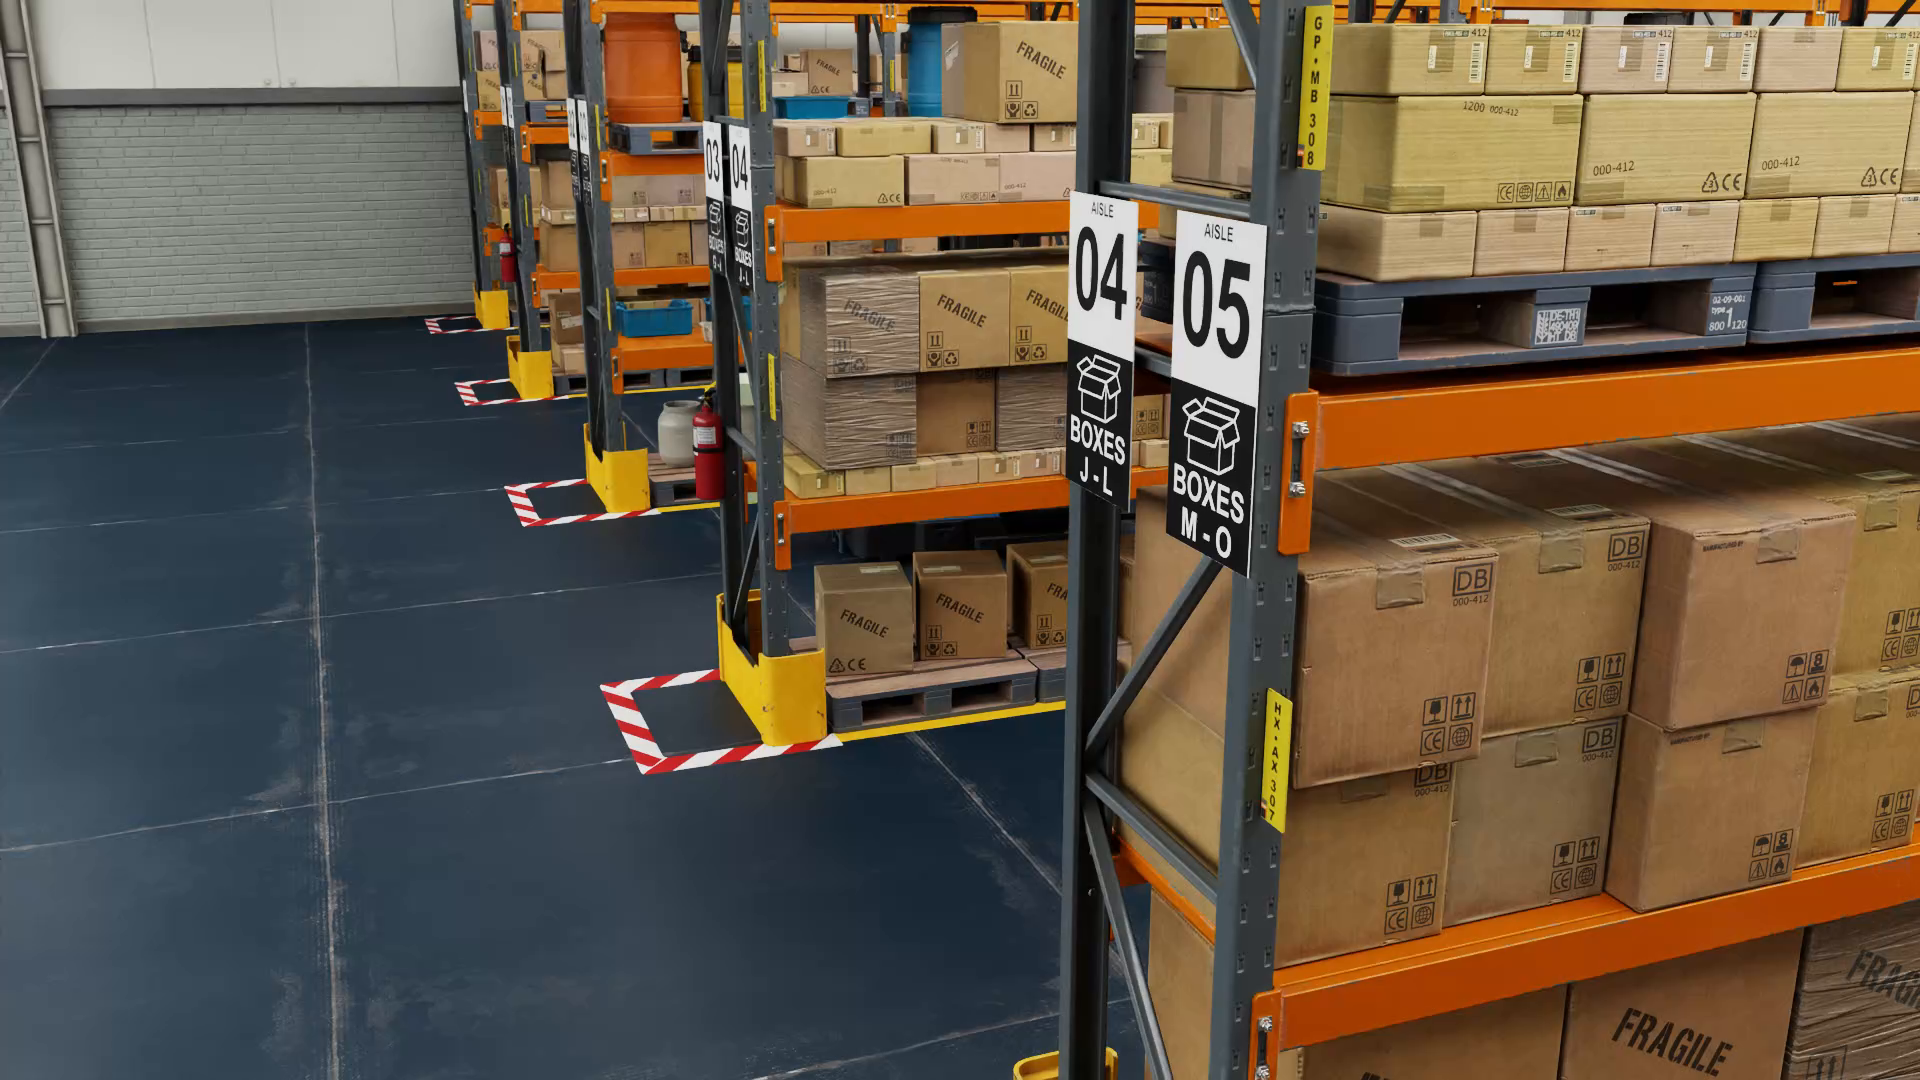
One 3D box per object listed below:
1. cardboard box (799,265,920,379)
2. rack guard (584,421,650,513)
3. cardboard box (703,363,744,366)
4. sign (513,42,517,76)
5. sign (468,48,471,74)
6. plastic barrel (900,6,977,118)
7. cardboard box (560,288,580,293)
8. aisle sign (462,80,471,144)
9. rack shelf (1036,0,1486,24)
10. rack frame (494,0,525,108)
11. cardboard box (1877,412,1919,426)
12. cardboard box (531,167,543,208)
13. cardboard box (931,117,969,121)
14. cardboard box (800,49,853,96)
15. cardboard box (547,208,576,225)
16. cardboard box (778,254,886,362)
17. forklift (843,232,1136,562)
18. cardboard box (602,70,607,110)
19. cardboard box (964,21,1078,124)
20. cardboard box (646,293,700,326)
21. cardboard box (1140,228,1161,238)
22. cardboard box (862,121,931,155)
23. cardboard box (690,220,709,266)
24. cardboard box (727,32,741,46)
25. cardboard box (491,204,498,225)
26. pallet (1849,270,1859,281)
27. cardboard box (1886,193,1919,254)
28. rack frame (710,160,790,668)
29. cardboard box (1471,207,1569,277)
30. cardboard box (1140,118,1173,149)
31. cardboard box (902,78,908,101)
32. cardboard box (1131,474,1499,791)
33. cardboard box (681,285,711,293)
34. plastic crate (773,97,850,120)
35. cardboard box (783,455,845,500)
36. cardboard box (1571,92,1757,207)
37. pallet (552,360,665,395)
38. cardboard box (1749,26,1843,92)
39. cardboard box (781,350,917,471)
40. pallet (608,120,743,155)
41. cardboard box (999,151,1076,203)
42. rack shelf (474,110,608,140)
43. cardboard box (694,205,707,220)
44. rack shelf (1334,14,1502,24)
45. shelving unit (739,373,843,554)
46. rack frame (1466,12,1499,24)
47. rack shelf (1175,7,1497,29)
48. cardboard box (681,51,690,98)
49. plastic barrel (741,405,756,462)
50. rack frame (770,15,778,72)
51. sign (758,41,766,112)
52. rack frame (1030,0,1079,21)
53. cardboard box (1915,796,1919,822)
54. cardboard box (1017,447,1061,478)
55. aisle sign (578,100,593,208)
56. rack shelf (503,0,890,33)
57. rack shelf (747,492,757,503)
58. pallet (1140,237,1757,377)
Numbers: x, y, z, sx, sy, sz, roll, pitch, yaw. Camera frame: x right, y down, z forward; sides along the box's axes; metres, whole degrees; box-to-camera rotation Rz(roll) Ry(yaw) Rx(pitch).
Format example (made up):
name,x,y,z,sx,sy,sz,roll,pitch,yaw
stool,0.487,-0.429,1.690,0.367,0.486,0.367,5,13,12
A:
name,x,y,z,sx,sy,sz,roll,pitch,yaw
cardboard box,-0.529,-1.151,8.714,0.500,0.500,0.500,-6,17,-20
rack guard,-2.858,-0.621,13.825,0.348,0.500,1.175,-6,17,-20
cardboard box,-2.700,-2.132,18.670,0.500,0.250,0.500,-6,17,-20
sign,-4.488,-4.854,16.787,0.005,0.325,0.100,-6,17,-20
sign,-6.263,-6.122,21.249,0.005,0.325,0.100,-6,17,-20
plastic barrel,-0.145,-4.012,13.979,0.708,0.901,0.600,-6,17,-20
cardboard box,-5.247,-3.431,22.950,0.500,0.311,0.500,-5,17,-15
aisle sign,-6.417,-5.568,21.621,0.004,0.787,0.394,-6,17,-20
rack shelf,2.690,-4.746,14.777,4.000,0.370,1.077,-6,17,-20
rack frame,-4.681,-5.982,16.998,0.127,3.000,1.000,-6,17,-20
cardboard box,3.447,-0.061,5.299,0.550,0.550,0.875,-6,17,-20
cardboard box,-5.439,-4.720,22.248,0.500,0.500,0.500,-6,17,-20
cardboard box,0.010,-2.241,9.141,0.250,0.149,0.380,-6,17,-19
cardboard box,-1.511,-5.281,18.764,0.500,0.500,0.500,-5,17,-16
cardboard box,-4.238,-3.446,17.680,0.250,0.149,0.380,-6,18,-20
cardboard box,-0.715,-1.288,9.180,0.500,0.500,0.500,-6,17,-20
forklift,0.612,-1.446,12.320,3.031,2.935,1.130,-4,17,-12
cardboard box,-4.565,-6.029,22.269,0.500,0.500,0.500,-5,17,-17
cardboard box,0.343,-2.445,8.685,0.500,0.500,0.500,-6,17,-20
cardboard box,-3.173,-2.446,18.407,0.500,0.500,0.500,-6,17,-20
cardboard box,2.434,-3.842,20.517,0.500,0.311,0.500,-5,17,-17
cardboard box,-0.332,-2.081,8.596,0.250,0.149,0.380,-6,18,-21
cardboard box,-2.796,-3.352,18.512,0.500,0.500,0.700,-6,17,-18
cardboard box,-3.093,-6.665,22.658,0.500,0.500,0.500,-8,18,-25
cardboard box,-6.090,-4.442,22.633,0.500,0.250,0.500,-6,17,-19
pallet,3.508,-0.902,5.180,1.213,0.211,1.003,-6,17,-20
cardboard box,2.391,-0.853,4.379,0.250,0.149,0.380,-6,17,-20
rack frame,-1.140,-0.497,8.967,0.127,3.000,1.000,-6,17,-20
cardboard box,1.213,-0.726,3.946,0.250,0.149,0.380,-6,17,-20
cardboard box,1.166,-2.216,9.055,0.250,0.149,0.380,-5,17,-17
cardboard box,-0.368,-5.135,18.959,0.500,0.250,0.500,-4,17,-14
cardboard box,0.901,0.201,4.407,0.550,0.550,0.875,-6,17,-20
cardboard box,-2.891,-2.633,19.044,0.500,0.500,0.500,-6,17,-20
plastic crate,-1.240,-3.503,13.908,0.575,0.384,0.392,-6,17,-20
cardboard box,-0.789,-0.342,8.886,0.250,0.149,0.380,-6,17,-20
cardboard box,1.556,-0.974,4.082,0.500,0.250,0.500,-6,18,-21
pallet,-3.982,-1.854,18.536,1.213,0.211,1.003,-6,17,-20
cardboard box,1.915,-1.185,4.093,0.250,0.149,0.380,-6,18,-21
cardboard box,-0.617,-0.736,9.075,0.500,0.500,0.875,-6,17,-20
pallet,-2.105,-3.206,13.205,1.213,0.211,1.003,-6,17,-20
cardboard box,0.346,-1.947,8.848,0.500,0.250,0.500,-6,17,-20
rack shelf,-4.590,-5.702,22.646,4.000,0.370,1.077,-6,17,-20
cardboard box,-2.802,-3.600,18.207,0.250,0.149,0.380,-6,17,-20
rack shelf,6.616,-8.159,26.399,4.000,0.370,1.077,-6,17,-20
shelving unit,-1.274,-0.652,12.158,0.755,1.500,0.431,-4,17,-12
rack frame,6.524,-7.192,21.118,0.127,3.000,1.000,-6,17,-20
rack shelf,4.656,-6.453,20.589,4.000,0.370,1.077,-6,17,-20
cardboard box,-3.033,-4.955,17.653,0.500,0.500,0.500,-6,17,-20
plastic barrel,-1.857,-0.945,14.162,0.421,0.512,0.421,0,16,0
rack frame,-2.722,-7.688,22.808,0.127,3.000,1.000,-6,17,-20
sign,-0.946,-2.213,7.935,0.005,0.325,0.100,-6,17,-20
rack frame,0.823,-5.082,13.932,0.127,3.000,1.000,-6,17,-20
cardboard box,2.883,0.468,5.414,0.550,0.550,0.875,-6,17,-20
cardboard box,0.376,-0.470,9.321,0.250,0.149,0.380,-6,17,-20
aisle sign,-2.875,-2.963,12.751,0.004,0.787,0.394,-6,17,-20
rack shelf,-2.814,-5.647,17.842,4.000,0.370,1.077,-6,17,-20
rack shelf,-1.274,-0.339,12.249,0.720,0.370,0.431,-4,17,-12
pallet,1.229,-0.656,4.342,1.213,0.211,1.003,-6,17,-20
